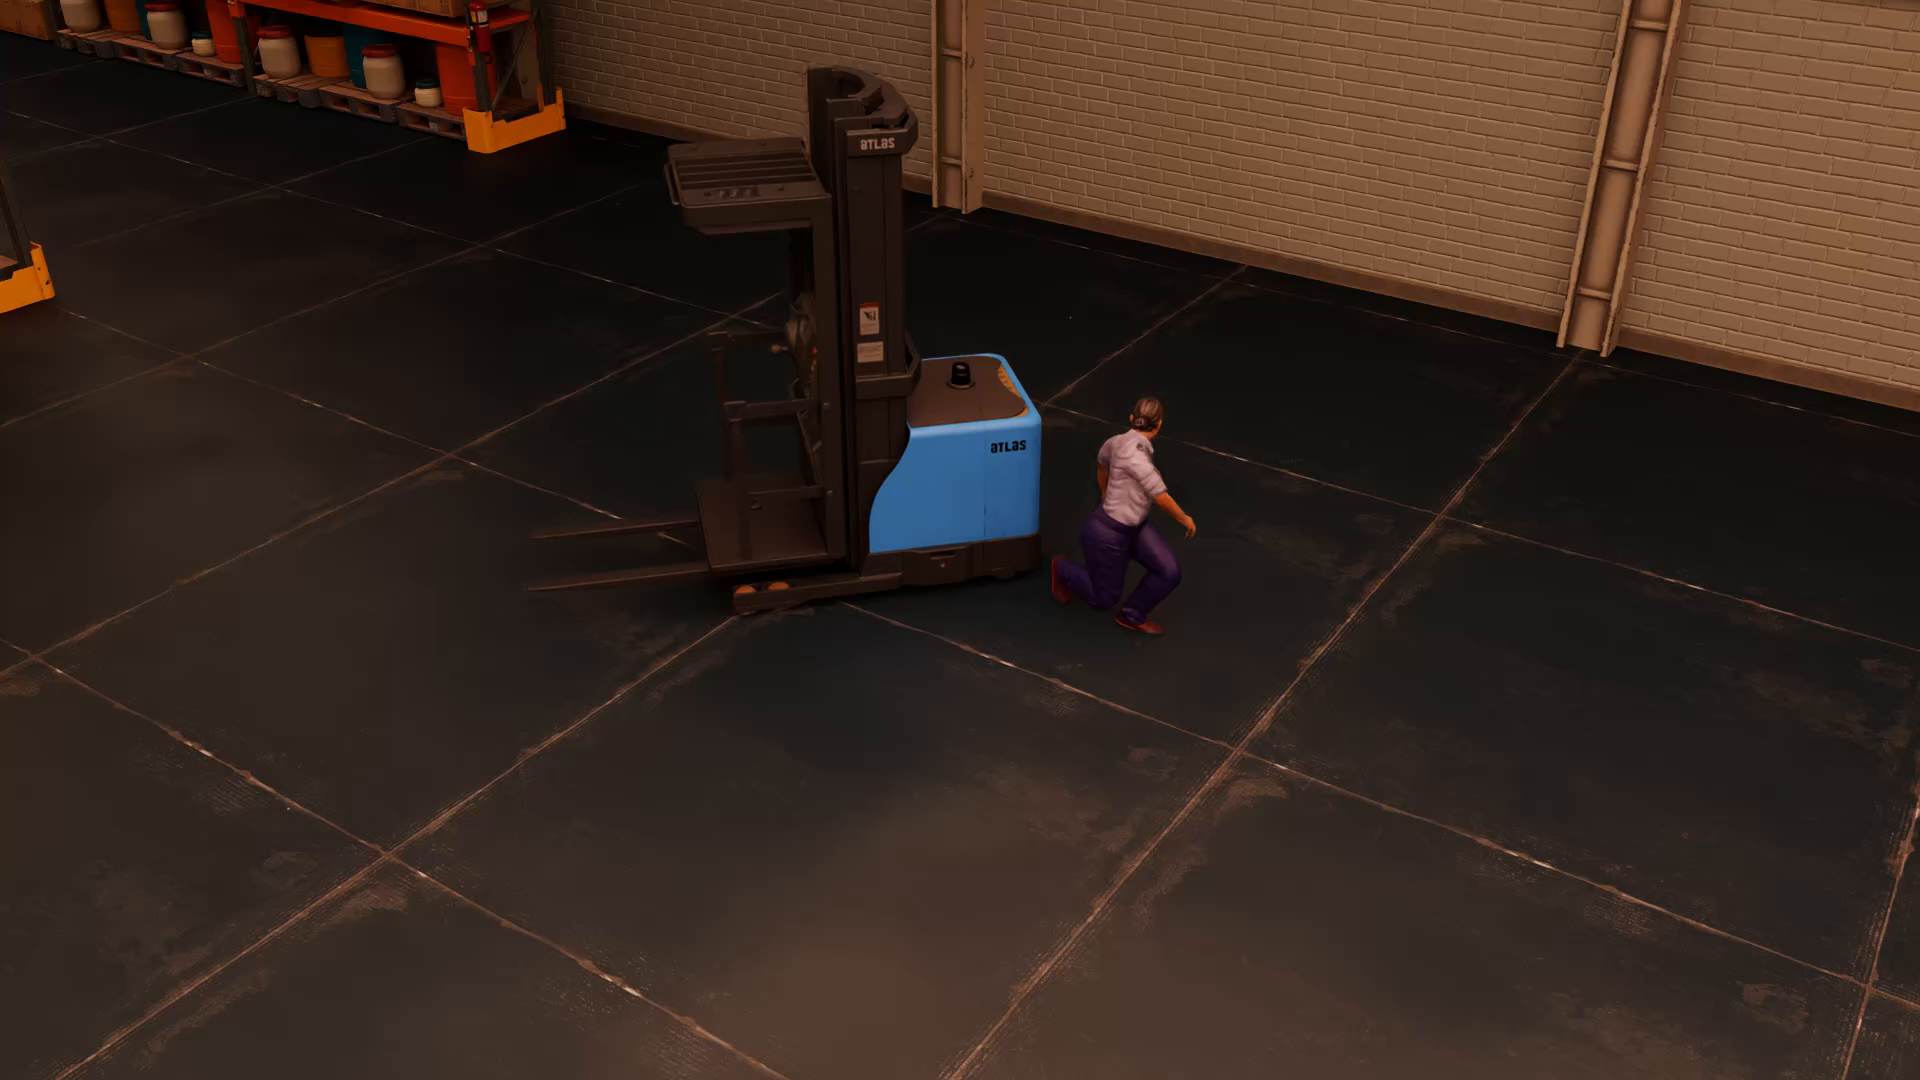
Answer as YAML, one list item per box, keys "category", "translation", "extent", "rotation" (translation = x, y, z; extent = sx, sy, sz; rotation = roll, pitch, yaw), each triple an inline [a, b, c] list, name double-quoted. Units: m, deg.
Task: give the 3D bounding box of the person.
- category: "person"
  translation: [0.917, -0.139, 9.376]
  extent: [0.846, 1.432, 0.589]
  rotation: [14, 33, 23]

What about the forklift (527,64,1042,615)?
- category: "forklift"
  translation: [-1.084, -1.121, 9.511]
  extent: [3.031, 2.935, 1.130]
  rotation: [-6, 31, -11]
